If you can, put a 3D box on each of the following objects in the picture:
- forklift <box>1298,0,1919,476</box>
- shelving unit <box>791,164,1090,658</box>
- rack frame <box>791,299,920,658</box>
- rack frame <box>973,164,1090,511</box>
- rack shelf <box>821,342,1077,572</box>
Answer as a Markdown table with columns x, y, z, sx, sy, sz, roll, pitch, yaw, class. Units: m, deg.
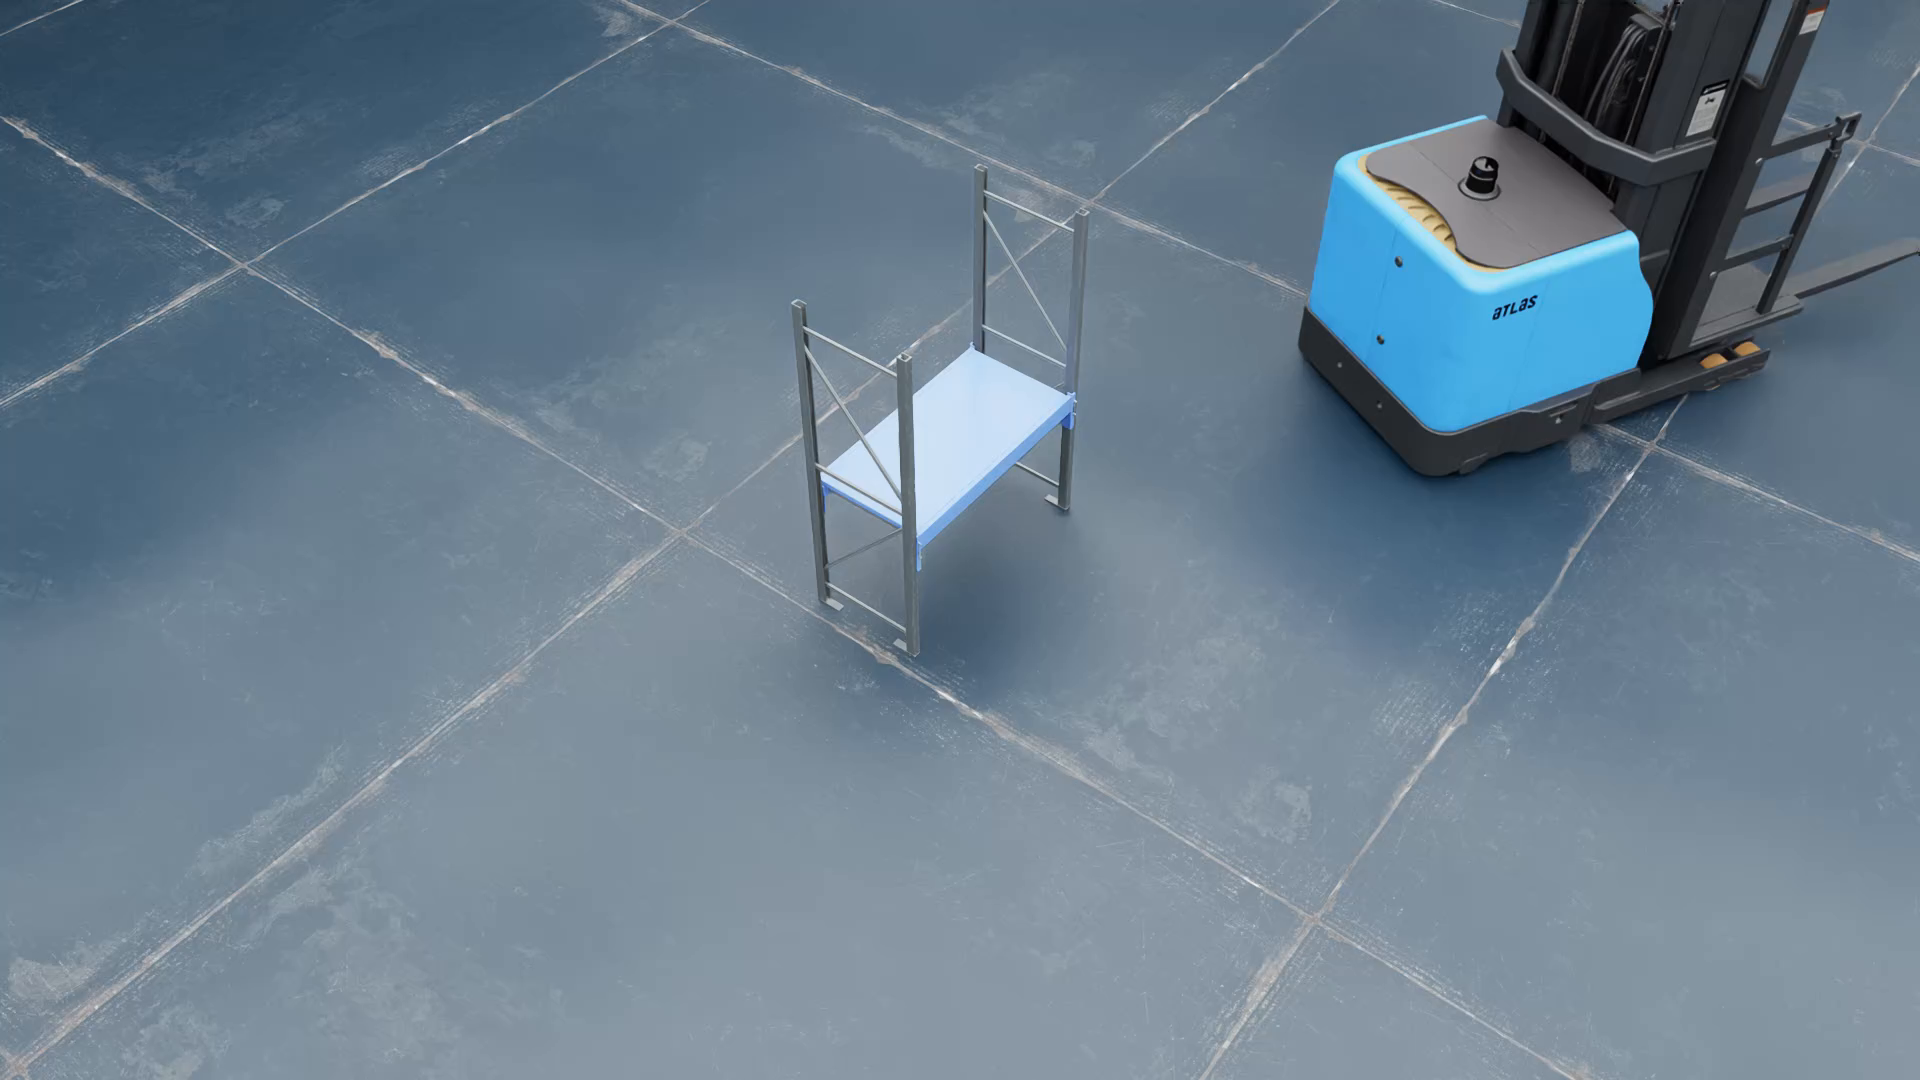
| x | y | z | sx | sy | sz | roll | pitch | yaw | class |
| --- | --- | --- | --- | --- | --- | --- | --- | --- | --- |
| 3.116 | -2.020 | 6.817 | 3.031 | 2.935 | 1.130 | -19 | 49 | -17 | forklift |
| -0.052 | -0.469 | 6.326 | 0.538 | 1.500 | 1.048 | 29 | 53 | 25 | shelving unit |
| -0.363 | -0.178 | 6.048 | 0.500 | 1.500 | 0.032 | 29 | 53 | 25 | rack frame |
| 0.259 | -0.760 | 6.604 | 0.500 | 1.500 | 0.032 | 29 | 53 | 25 | rack frame |
| -0.052 | -0.345 | 6.456 | 0.538 | 0.185 | 1.000 | 29 | 53 | 25 | rack shelf |
